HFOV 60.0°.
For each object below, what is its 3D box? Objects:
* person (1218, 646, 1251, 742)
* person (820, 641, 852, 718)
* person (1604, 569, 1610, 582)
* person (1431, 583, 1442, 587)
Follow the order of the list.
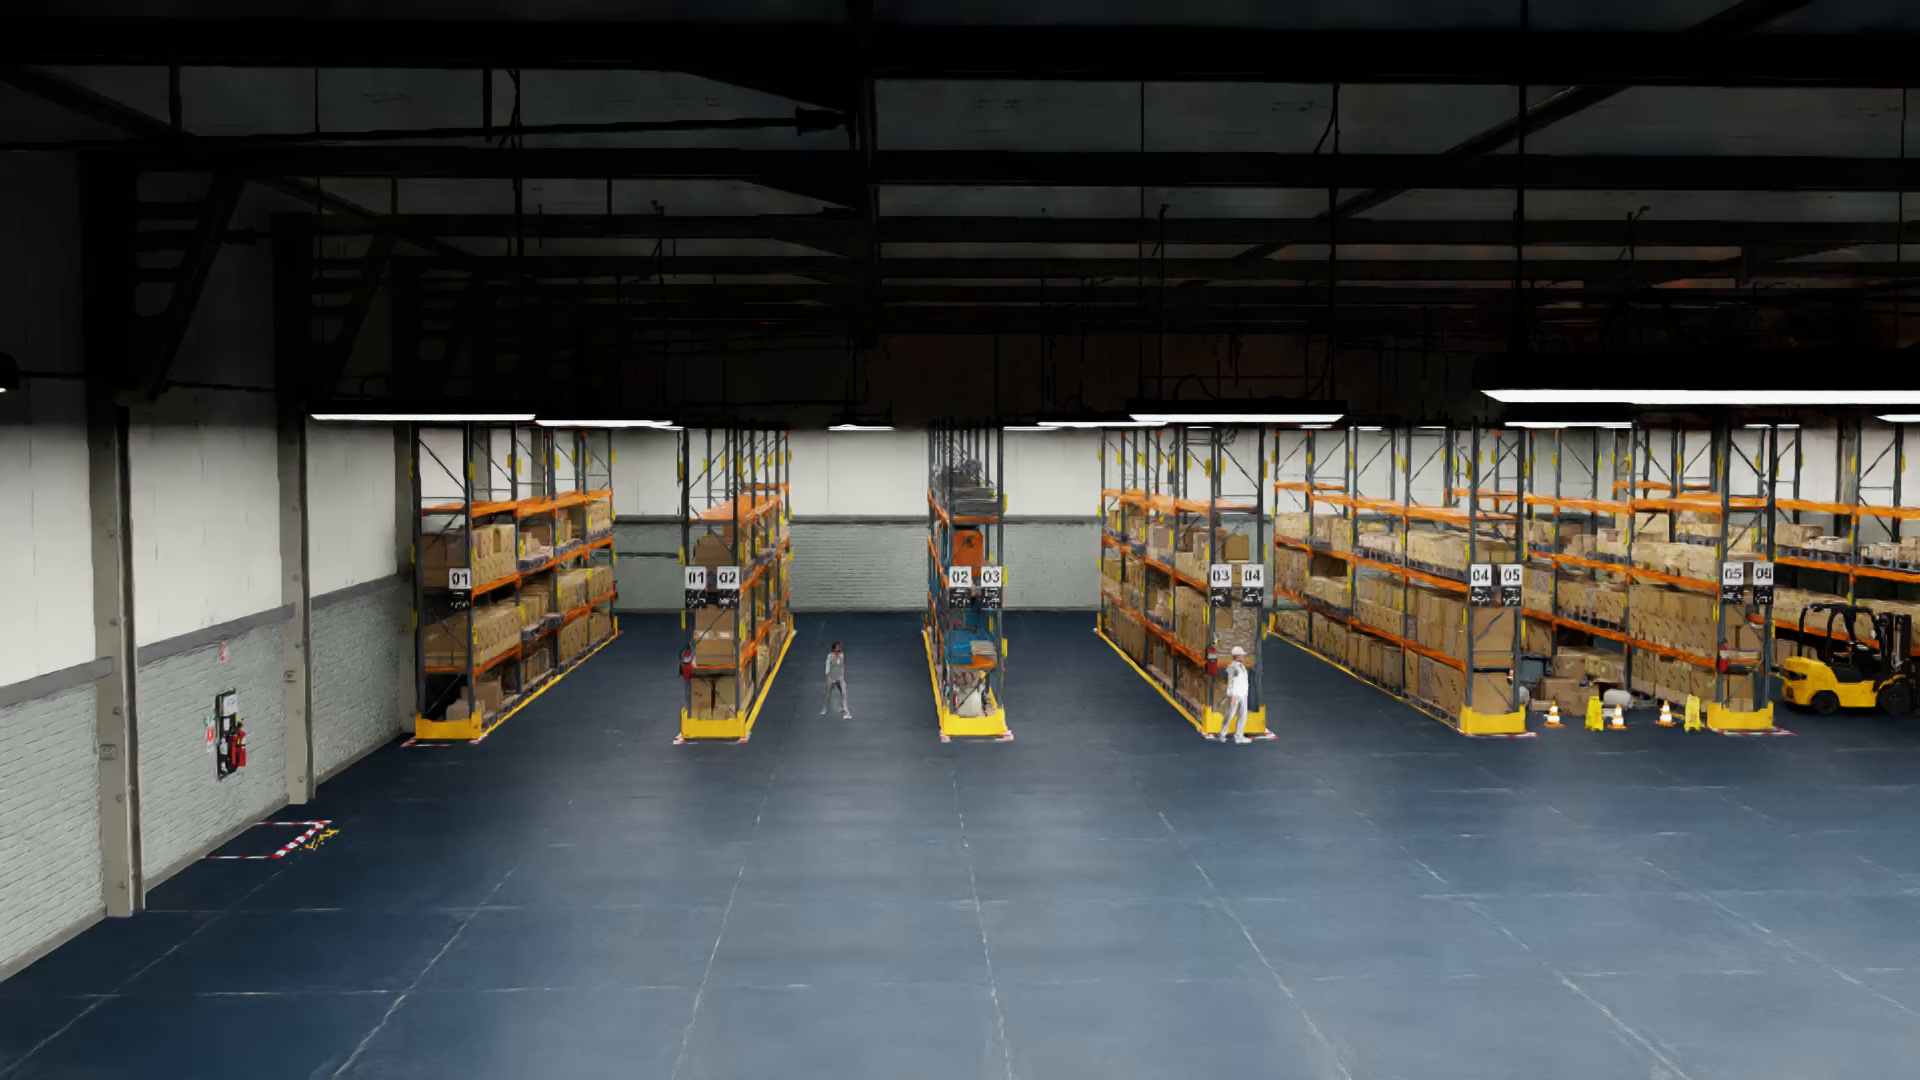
[{"bbox_3d":[5.080,2.846,30.685,0.544,1.774,0.603,3,5,34],"label":"person"},{"bbox_3d":[-2.498,2.778,33.283,0.453,1.537,0.881,-2,4,-25],"label":"person"},{"bbox_3d":[19.396,1.627,49.414,0.632,1.764,0.632,-2,4,-26],"label":"person"},{"bbox_3d":[14.663,1.557,50.815,0.776,1.730,0.580,-4,5,-44],"label":"person"}]
